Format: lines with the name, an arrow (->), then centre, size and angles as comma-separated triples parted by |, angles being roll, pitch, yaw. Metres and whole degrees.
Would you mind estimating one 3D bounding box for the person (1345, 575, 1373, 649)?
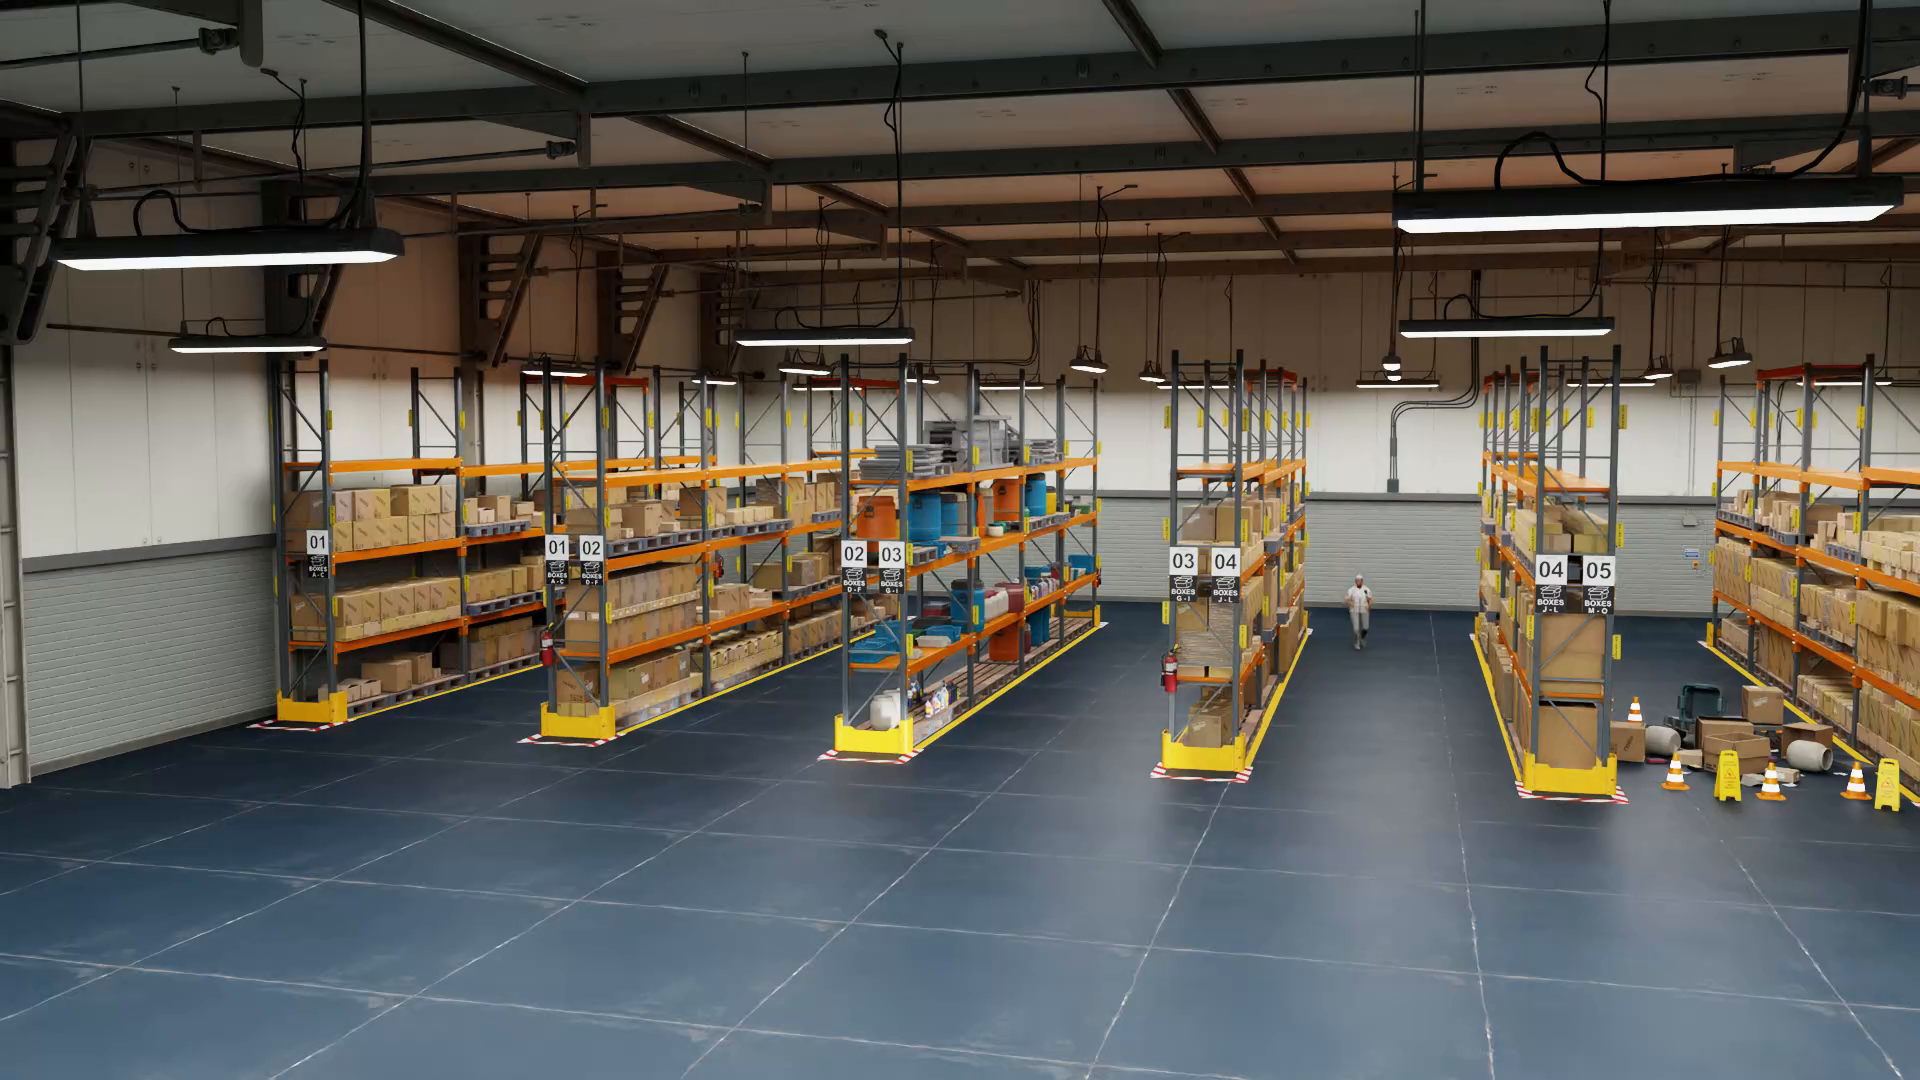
person -> 8.724, 1.580, 36.316 | 0.600, 1.620, 0.561 | 1, 4, 8
